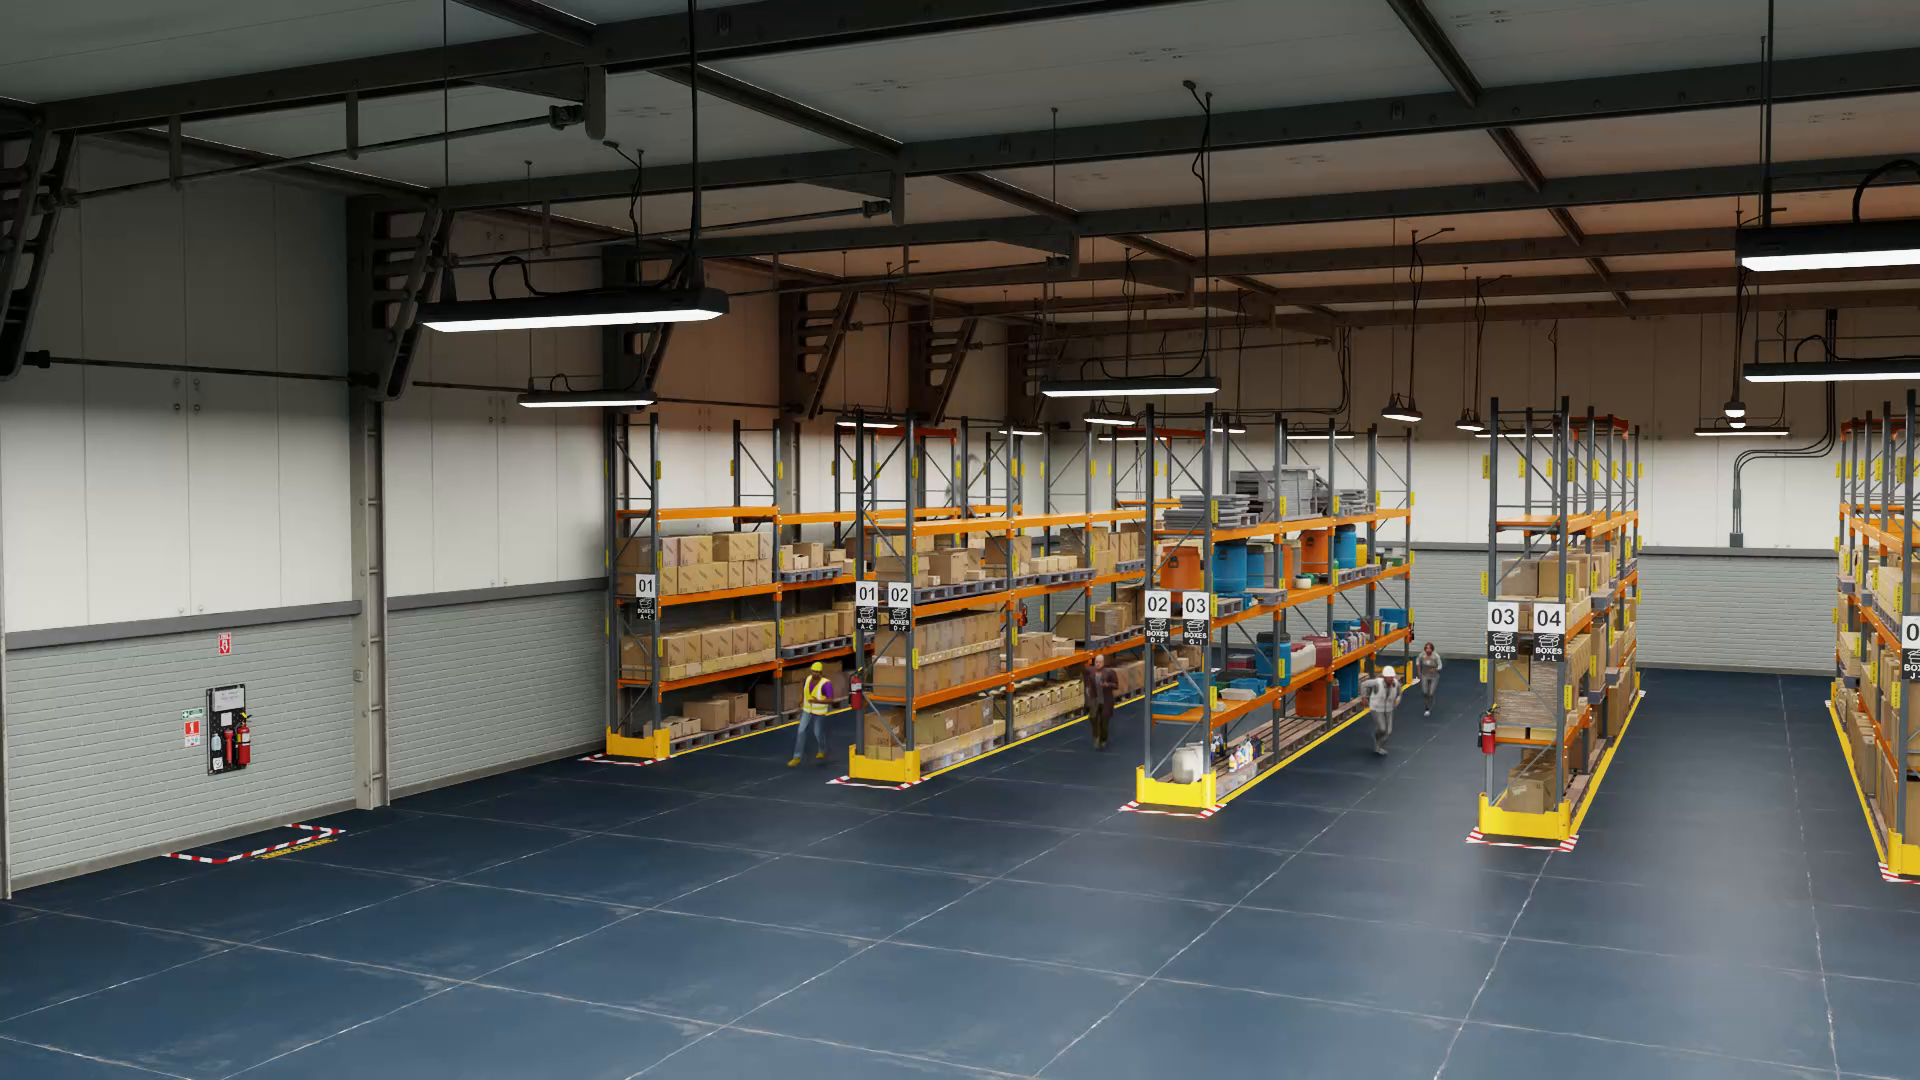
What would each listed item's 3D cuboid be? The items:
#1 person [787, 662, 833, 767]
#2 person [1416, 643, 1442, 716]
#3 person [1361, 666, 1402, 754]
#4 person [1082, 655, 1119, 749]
[{"bbox_3d":[-2.432,2.915,28.105,0.721,1.733,0.944,1,3,20],"label":"person"},{"bbox_3d":[9.535,2.832,33.828,0.528,1.530,0.667,1,3,19],"label":"person"},{"bbox_3d":[7.374,2.980,29.084,0.684,1.598,0.855,0,2,-5],"label":"person"},{"bbox_3d":[2.468,2.887,29.448,0.690,1.706,0.749,0,2,11],"label":"person"}]
